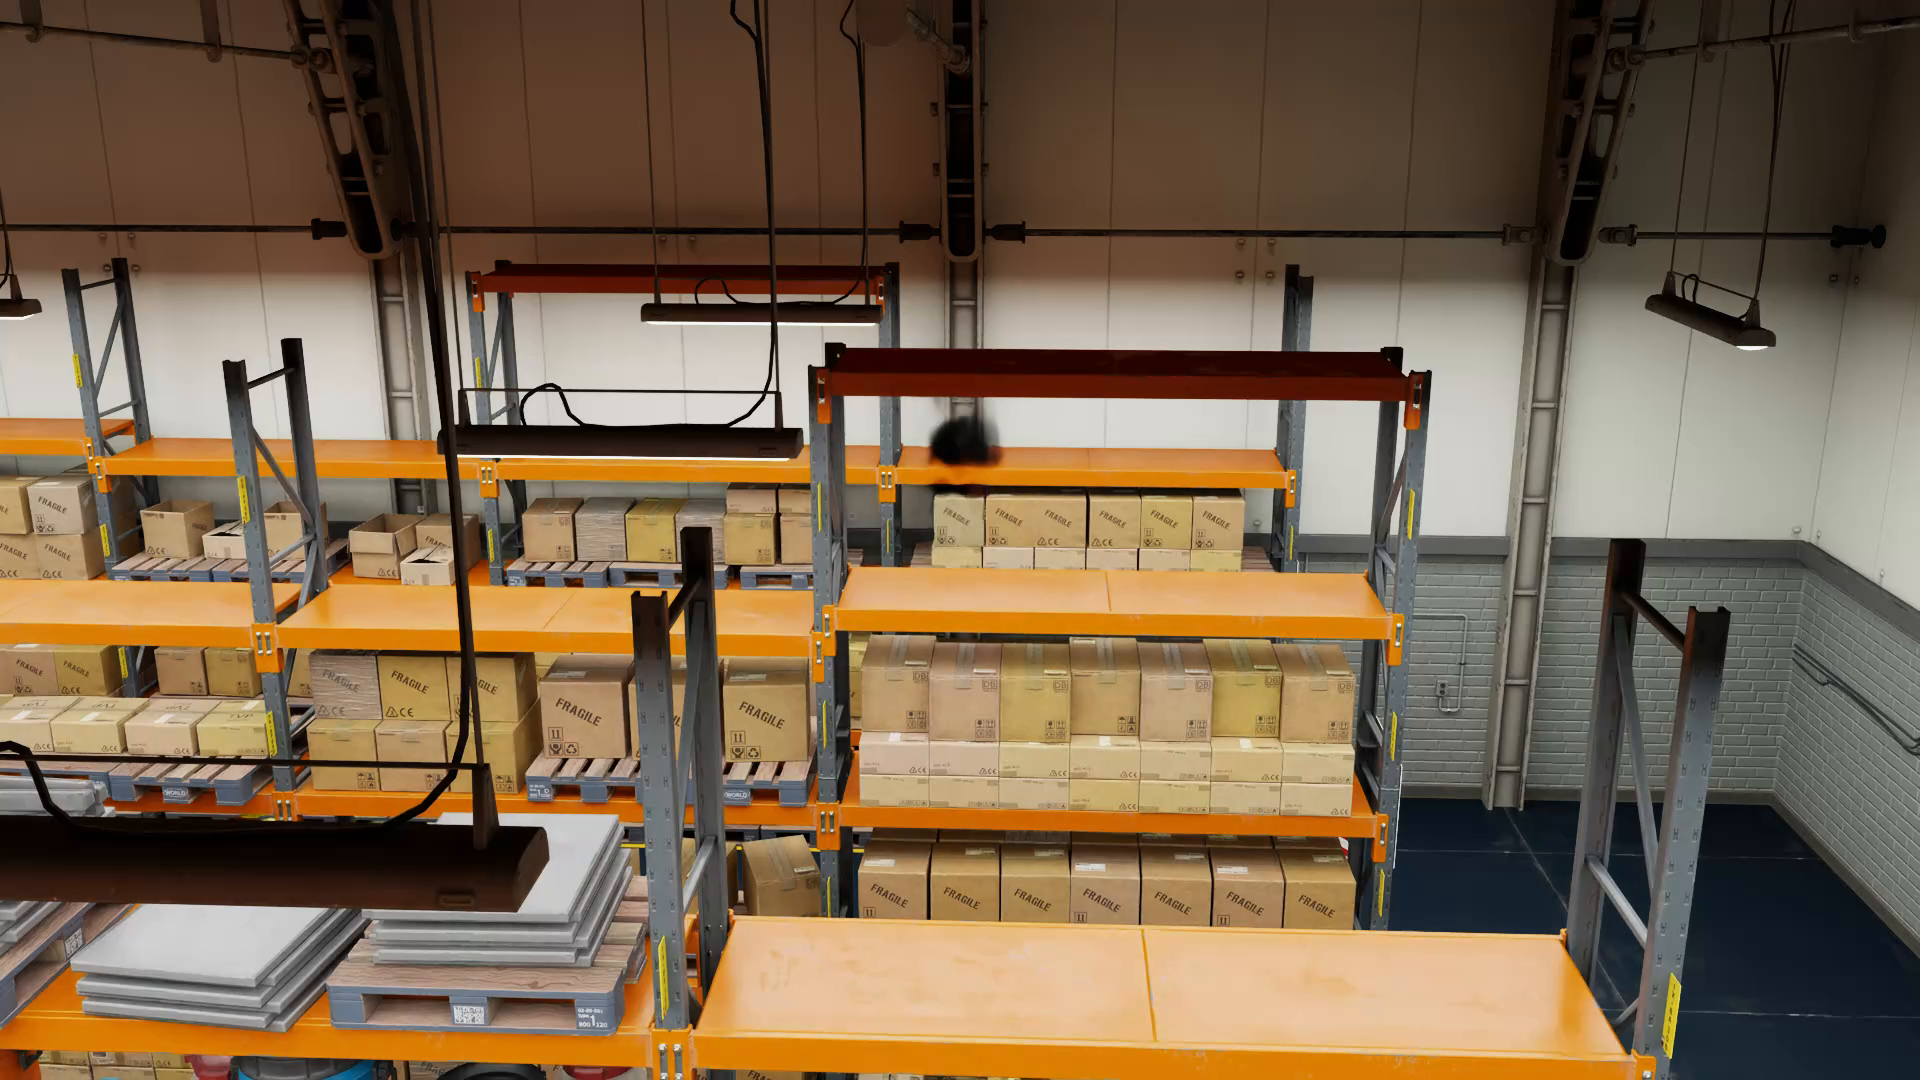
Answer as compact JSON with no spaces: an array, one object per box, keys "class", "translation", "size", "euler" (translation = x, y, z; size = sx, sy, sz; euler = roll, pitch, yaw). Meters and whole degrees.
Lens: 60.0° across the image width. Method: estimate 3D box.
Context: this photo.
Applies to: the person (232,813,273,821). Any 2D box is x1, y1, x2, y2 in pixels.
[{"class":"person","translation":[-6.286,3.093,14.863],"size":[0.795,1.732,0.712],"euler":[1,16,4]}]
